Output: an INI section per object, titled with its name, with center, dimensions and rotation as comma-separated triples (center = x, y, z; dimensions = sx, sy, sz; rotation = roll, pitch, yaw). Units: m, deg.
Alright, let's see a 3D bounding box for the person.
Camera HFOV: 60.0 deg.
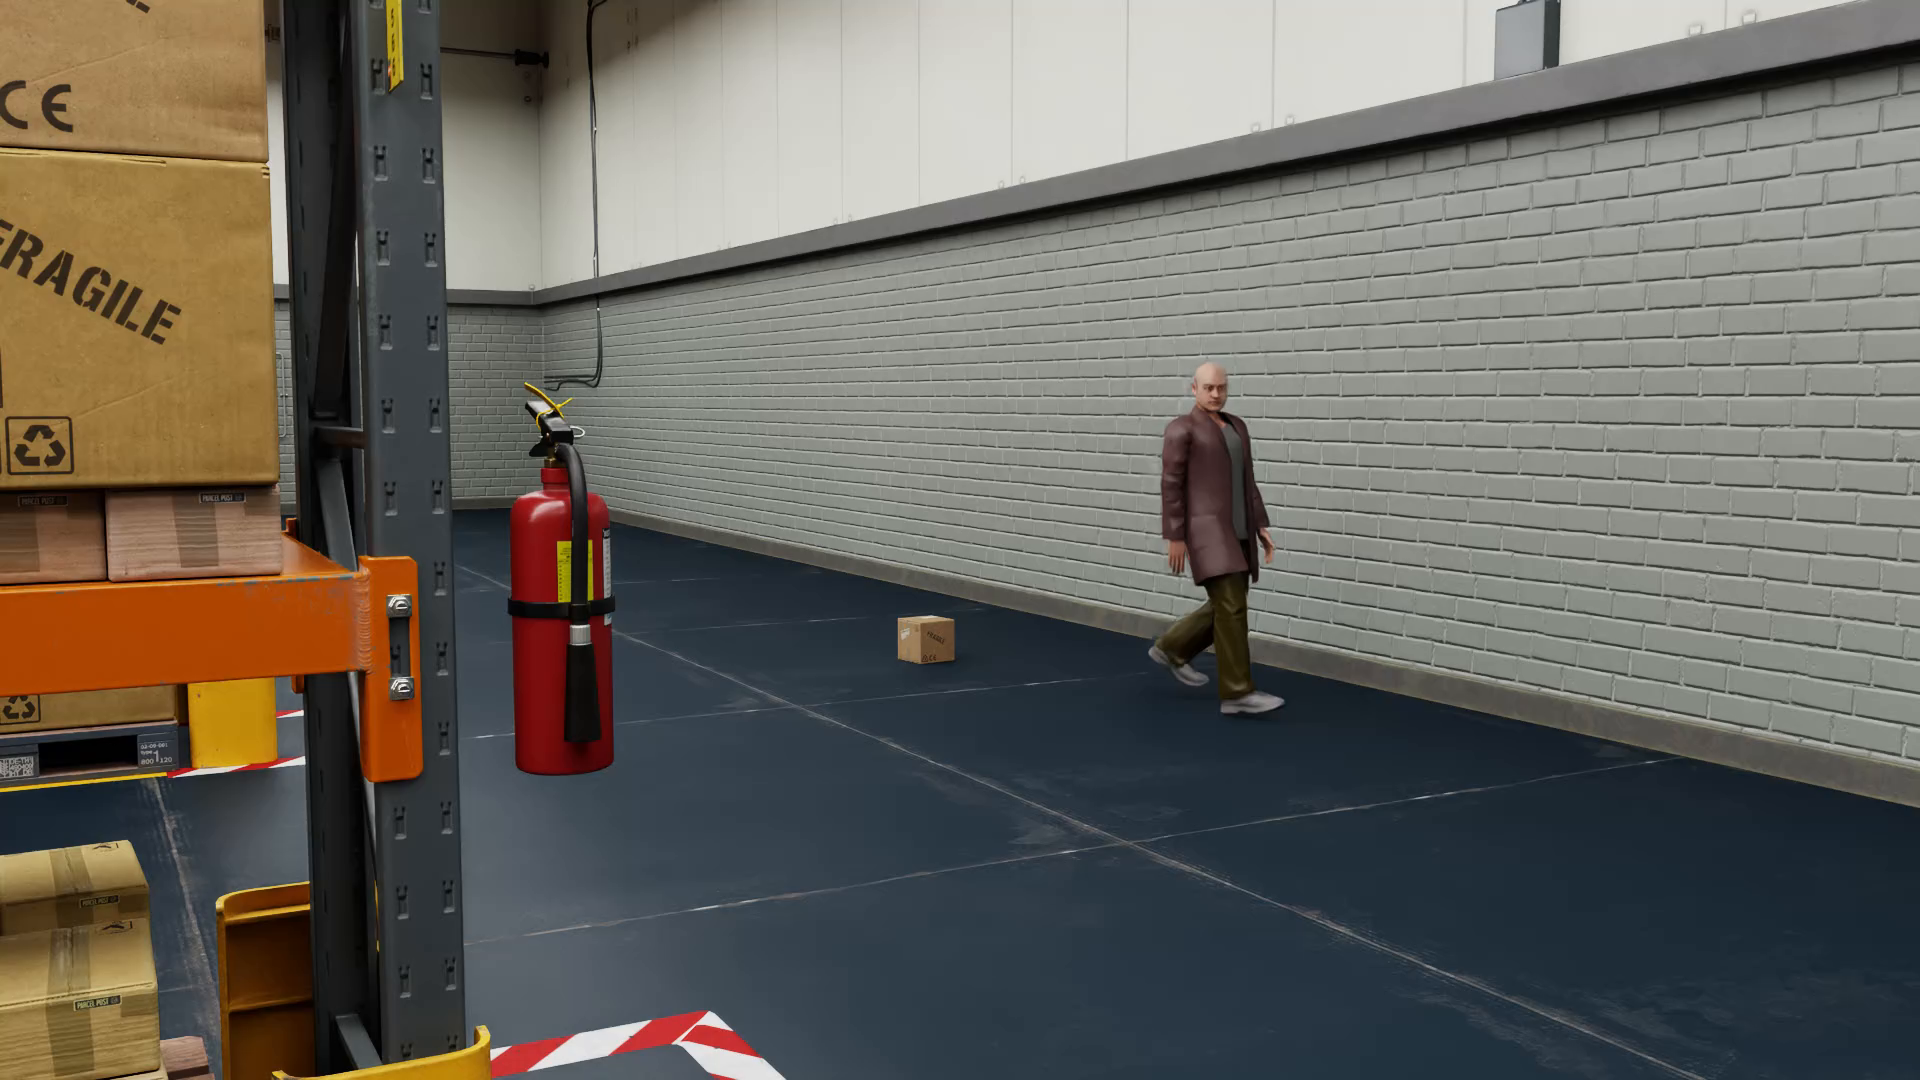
[person]
center = 1.308, -0.025, 8.444
dimensions = 0.602, 1.752, 0.979
rotation = -5, 7, -43
